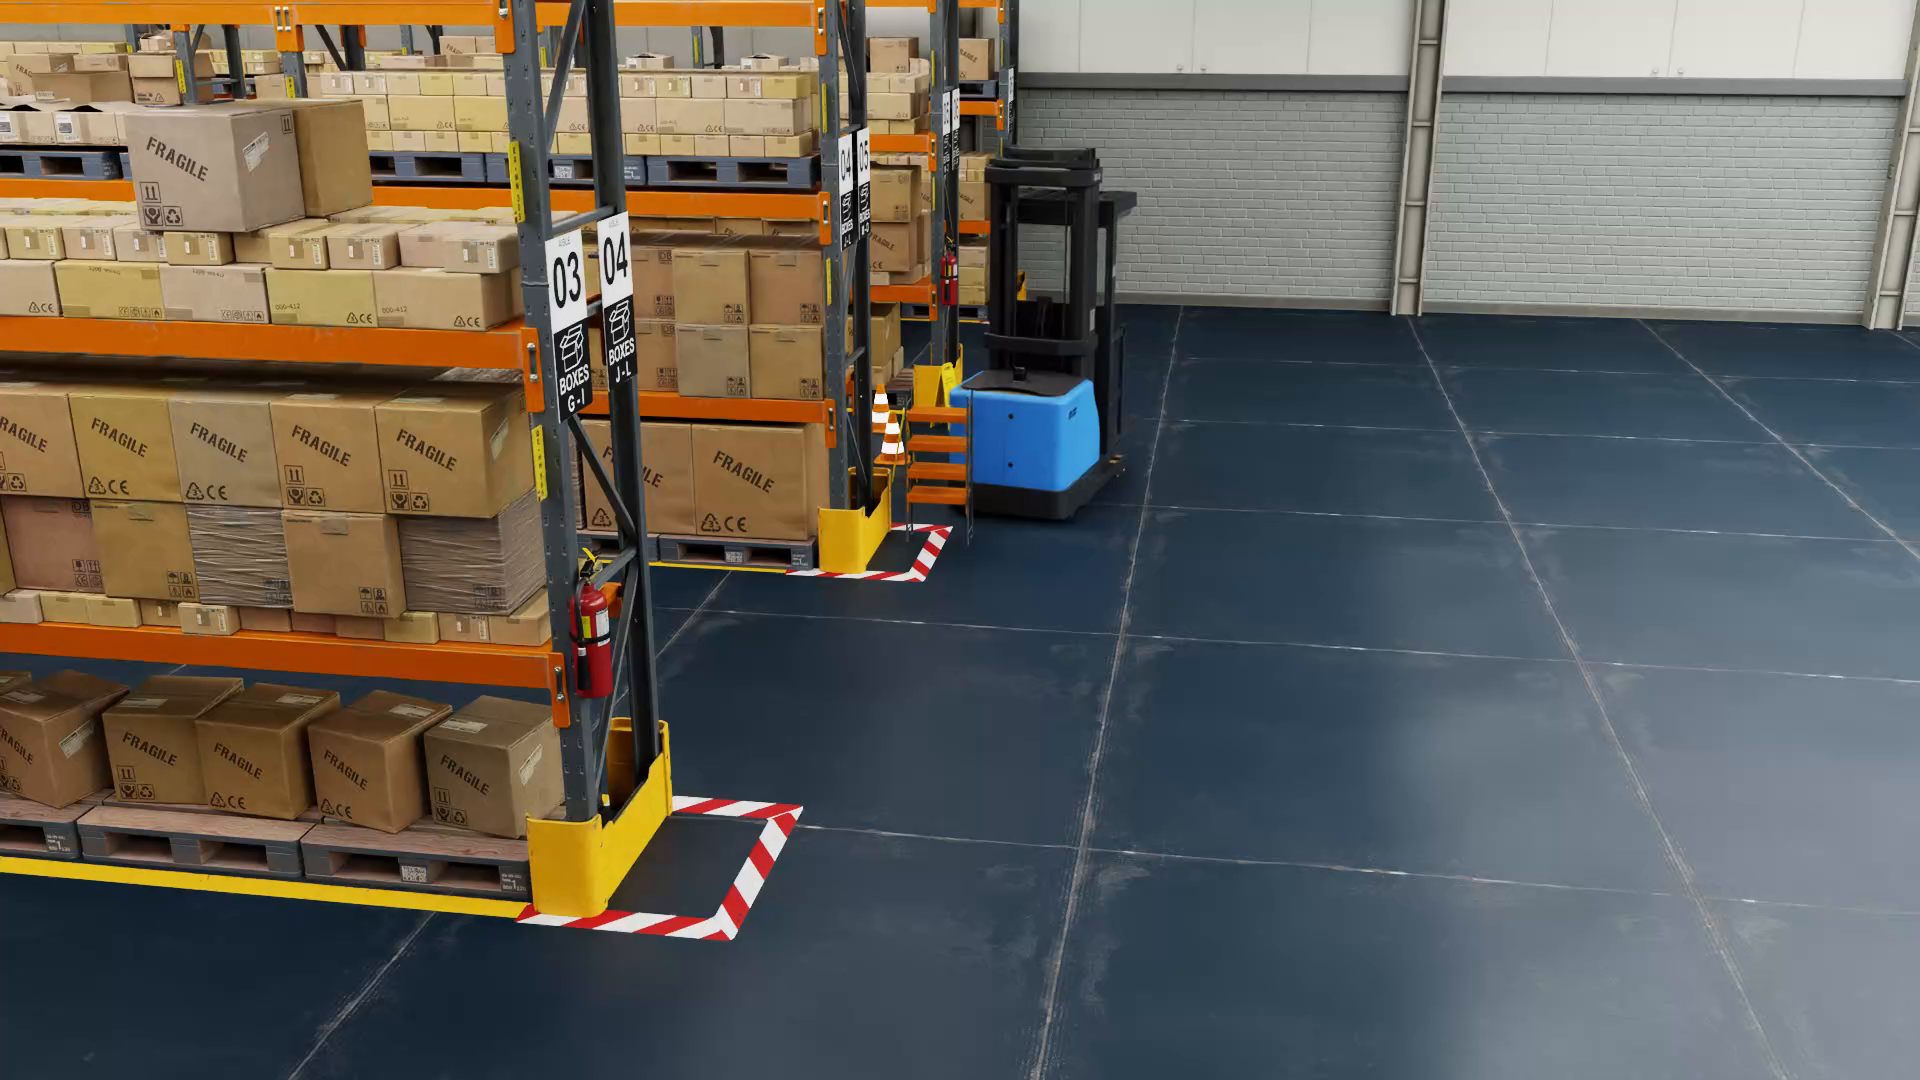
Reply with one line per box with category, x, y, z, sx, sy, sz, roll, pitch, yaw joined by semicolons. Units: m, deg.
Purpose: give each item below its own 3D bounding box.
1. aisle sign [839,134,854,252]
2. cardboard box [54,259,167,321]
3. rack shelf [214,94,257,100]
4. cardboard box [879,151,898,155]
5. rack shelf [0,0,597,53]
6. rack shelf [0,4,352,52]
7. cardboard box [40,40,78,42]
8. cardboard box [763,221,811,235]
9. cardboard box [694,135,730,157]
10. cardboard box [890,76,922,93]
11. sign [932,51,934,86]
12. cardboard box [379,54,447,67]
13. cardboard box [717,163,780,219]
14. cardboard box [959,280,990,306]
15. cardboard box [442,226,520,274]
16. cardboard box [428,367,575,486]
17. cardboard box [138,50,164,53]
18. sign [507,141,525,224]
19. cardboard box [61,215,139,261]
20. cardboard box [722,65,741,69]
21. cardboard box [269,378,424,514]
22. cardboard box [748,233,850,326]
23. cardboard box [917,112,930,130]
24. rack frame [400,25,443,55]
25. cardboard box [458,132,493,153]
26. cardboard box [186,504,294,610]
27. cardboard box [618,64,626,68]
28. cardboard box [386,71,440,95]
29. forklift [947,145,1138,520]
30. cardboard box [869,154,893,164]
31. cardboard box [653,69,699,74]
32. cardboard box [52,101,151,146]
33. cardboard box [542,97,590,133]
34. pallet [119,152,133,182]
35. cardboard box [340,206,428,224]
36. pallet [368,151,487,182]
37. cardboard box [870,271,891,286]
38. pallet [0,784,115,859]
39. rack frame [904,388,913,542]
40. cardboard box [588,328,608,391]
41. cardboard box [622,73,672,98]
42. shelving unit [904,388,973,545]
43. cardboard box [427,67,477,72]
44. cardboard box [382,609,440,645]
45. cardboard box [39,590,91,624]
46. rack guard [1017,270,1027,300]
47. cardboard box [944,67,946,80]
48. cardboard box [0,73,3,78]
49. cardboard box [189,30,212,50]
aisle sign;-0.815;-2.491;11.923;0.004;0.787;0.394;3;19;9
cardboard box;-3.736;-1.179;7.609;0.500;0.250;0.500;3;19;8
rack shelf;-9.242;-6.051;23.068;4.000;0.370;1.077;3;19;9
cardboard box;-0.932;-5.146;22.306;0.250;0.149;0.380;2;19;7
rack shelf;-3.699;-2.410;7.462;4.000;0.370;1.077;3;19;9
rack shelf;-6.762;-3.972;12.755;4.000;0.370;1.077;3;19;9
cardboard box;-12.676;-6.961;23.632;0.500;0.250;0.500;3;19;8
cardboard box;-1.719;-3.094;17.196;0.500;0.500;0.500;3;19;8
cardboard box;-1.722;-2.842;11.918;0.250;0.149;0.380;3;19;9
cardboard box;-0.533;-4.517;16.489;0.250;0.149;0.380;3;19;9
sign;-0.260;-4.581;16.144;0.005;0.325;0.100;3;19;9
cardboard box;-5.705;-4.934;17.381;0.500;0.250;0.500;3;19;10
cardboard box;-2.180;-3.621;17.196;0.500;0.500;0.700;3;19;8
cardboard box;0.117;-3.287;22.070;0.500;0.250;0.500;3;19;9
cardboard box;-2.048;-1.263;7.232;0.250;0.149;0.380;3;19;9
cardboard box;-2.224;-0.582;8.114;0.500;0.500;0.500;3;19;9
cardboard box;-10.991;-6.609;22.709;0.250;0.149;0.380;3;19;10
sign;-1.832;-1.476;6.865;0.005;0.325;0.100;3;19;9
cardboard box;-3.848;-1.379;7.579;0.250;0.149;0.380;3;19;10
cardboard box;-2.923;-6.100;21.656;0.250;0.149;0.380;3;19;10
cardboard box;-2.801;-0.443;7.698;0.500;0.500;0.500;3;19;9
cardboard box;-1.198;-1.970;12.524;0.550;0.550;0.875;3;19;9
cardboard box;-0.428;-4.333;17.195;0.250;0.149;0.380;3;19;9
rack frame;-7.267;-7.714;22.177;0.127;3.000;1.000;3;19;9
cardboard box;-3.477;-2.931;12.186;0.250;0.149;0.380;3;19;8
cardboard box;-3.262;-0.058;8.122;0.500;0.500;0.875;3;19;9
cardboard box;-4.452;-6.178;21.889;0.250;0.149;0.380;3;19;9
cardboard box;-3.979;-3.335;12.135;0.250;0.149;0.380;3;19;8
forklift;0.886;-1.986;14.618;1.130;2.935;3.031;7;20;19
cardboard box;-1.032;-4.948;21.714;0.250;0.149;0.380;3;19;10
cardboard box;-2.120;-3.452;12.484;0.250;0.149;0.380;3;19;8
cardboard box;-6.553;-3.203;12.742;0.500;0.311;0.500;2;19;7
cardboard box;-2.852;-3.108;12.086;0.500;0.250;0.500;3;19;9
pallet;-5.700;-2.919;12.875;1.217;0.209;0.805;2;19;6
cardboard box;-2.727;-1.487;7.900;0.250;0.149;0.380;4;19;11
pallet;-3.981;-2.893;12.634;1.213;0.211;1.003;3;19;9
cardboard box;-0.823;-2.722;17.107;0.250;0.149;0.380;3;19;8
pallet;-5.005;1.337;8.974;1.213;0.211;1.003;3;19;9
rack frame;-0.404;-0.590;13.174;0.015;1.200;0.240;3;19;9
cardboard box;-2.821;-1.533;12.922;0.500;0.550;0.875;3;19;9
cardboard box;-2.226;-3.246;11.869;0.250;0.149;0.380;3;19;9
shelving unit;-0.163;-0.577;13.138;0.503;1.200;0.258;3;19;9
cardboard box;-3.878;-3.541;12.751;0.250;0.149;0.380;3;19;9
cardboard box;-2.540;0.354;7.915;0.250;0.149;0.380;3;19;9
cardboard box;-4.271;0.271;8.161;0.250;0.149;0.380;3;19;9
rack guard;0.655;-3.280;22.318;0.348;0.500;1.175;3;19;9
cardboard box;-0.235;-5.963;21.247;0.250;0.149;0.380;2;19;7
cardboard box;-11.097;-5.116;18.618;0.500;0.311;0.500;3;19;9
cardboard box;-10.637;-6.961;23.108;0.258;0.266;0.396;3;19;9
